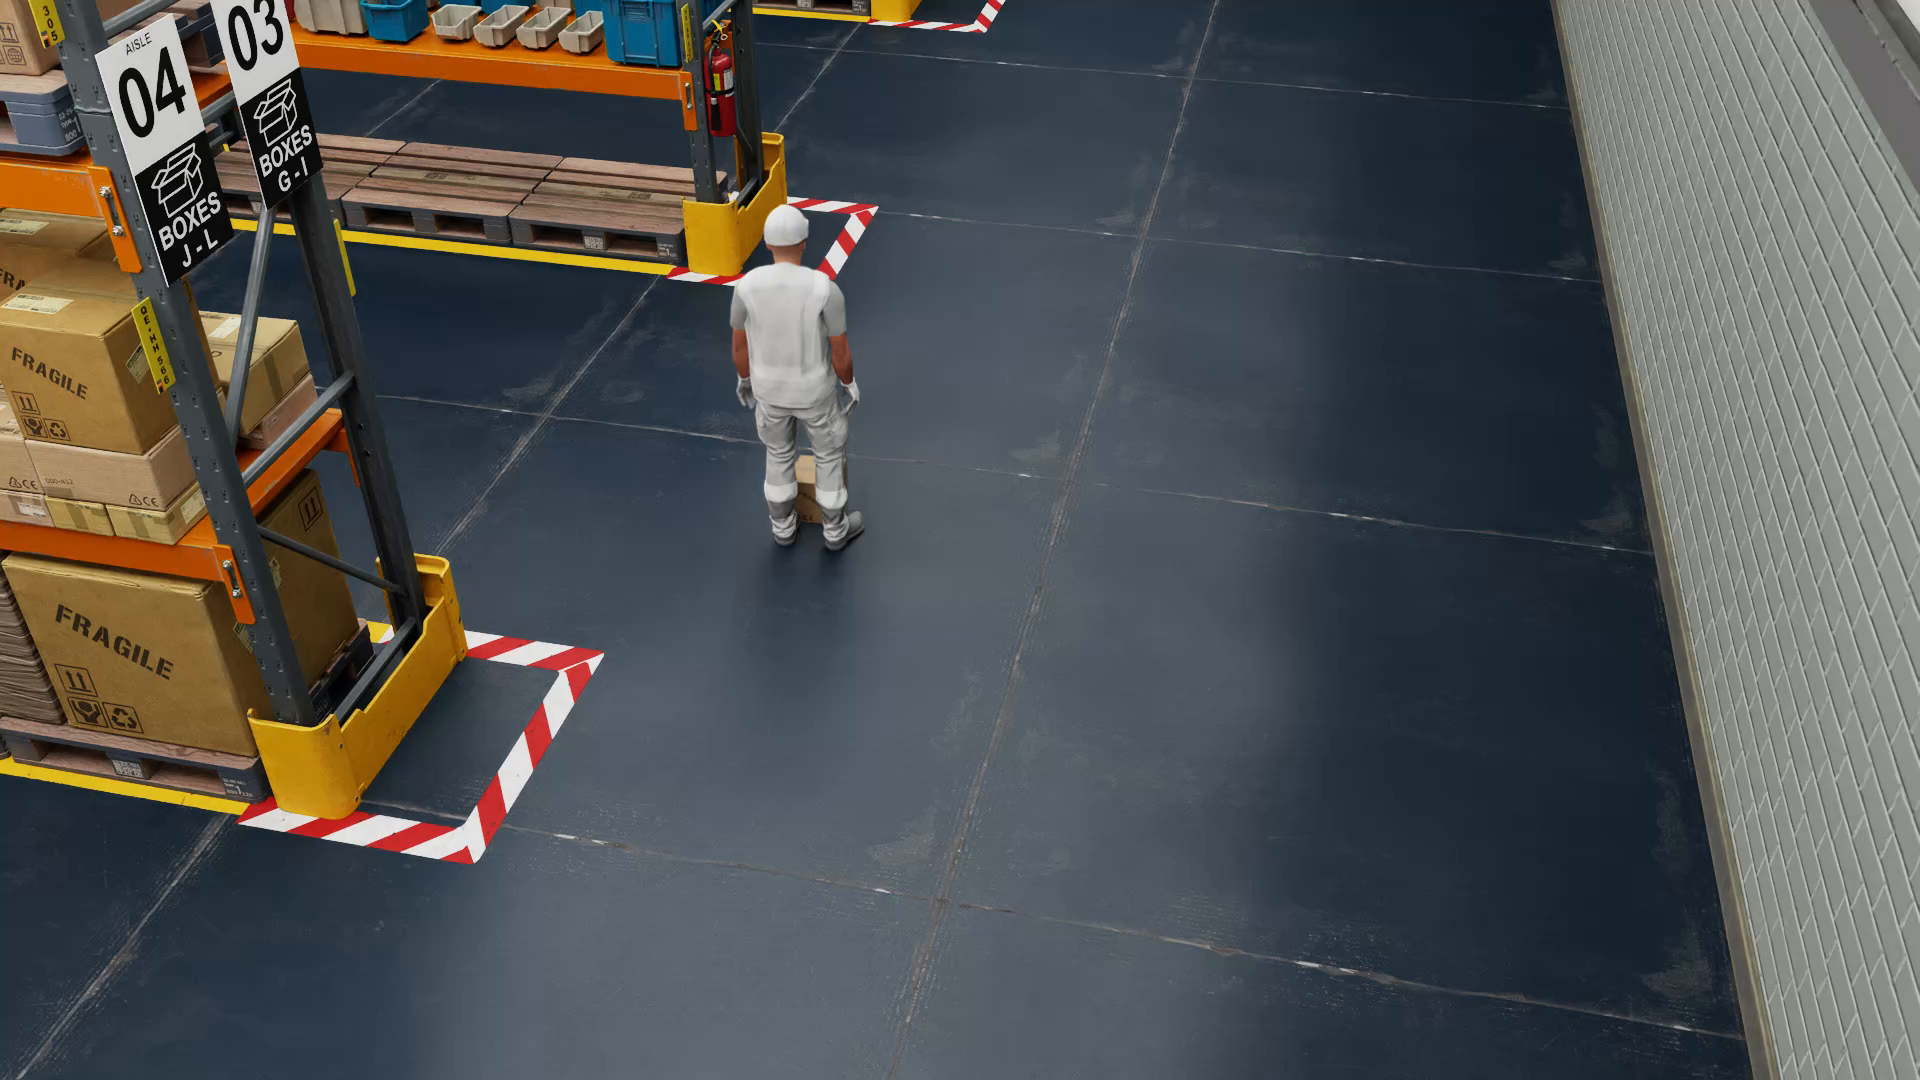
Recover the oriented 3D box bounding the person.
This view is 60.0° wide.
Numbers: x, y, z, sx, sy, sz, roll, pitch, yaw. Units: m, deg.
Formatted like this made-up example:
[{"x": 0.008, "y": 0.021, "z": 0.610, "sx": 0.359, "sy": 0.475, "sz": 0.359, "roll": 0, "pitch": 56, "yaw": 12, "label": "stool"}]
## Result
[{"x": -0.779, "y": -0.743, "z": 7.968, "sx": 0.604, "sy": 1.777, "sz": 0.453, "roll": 6, "pitch": 37, "yaw": 8, "label": "person"}]
